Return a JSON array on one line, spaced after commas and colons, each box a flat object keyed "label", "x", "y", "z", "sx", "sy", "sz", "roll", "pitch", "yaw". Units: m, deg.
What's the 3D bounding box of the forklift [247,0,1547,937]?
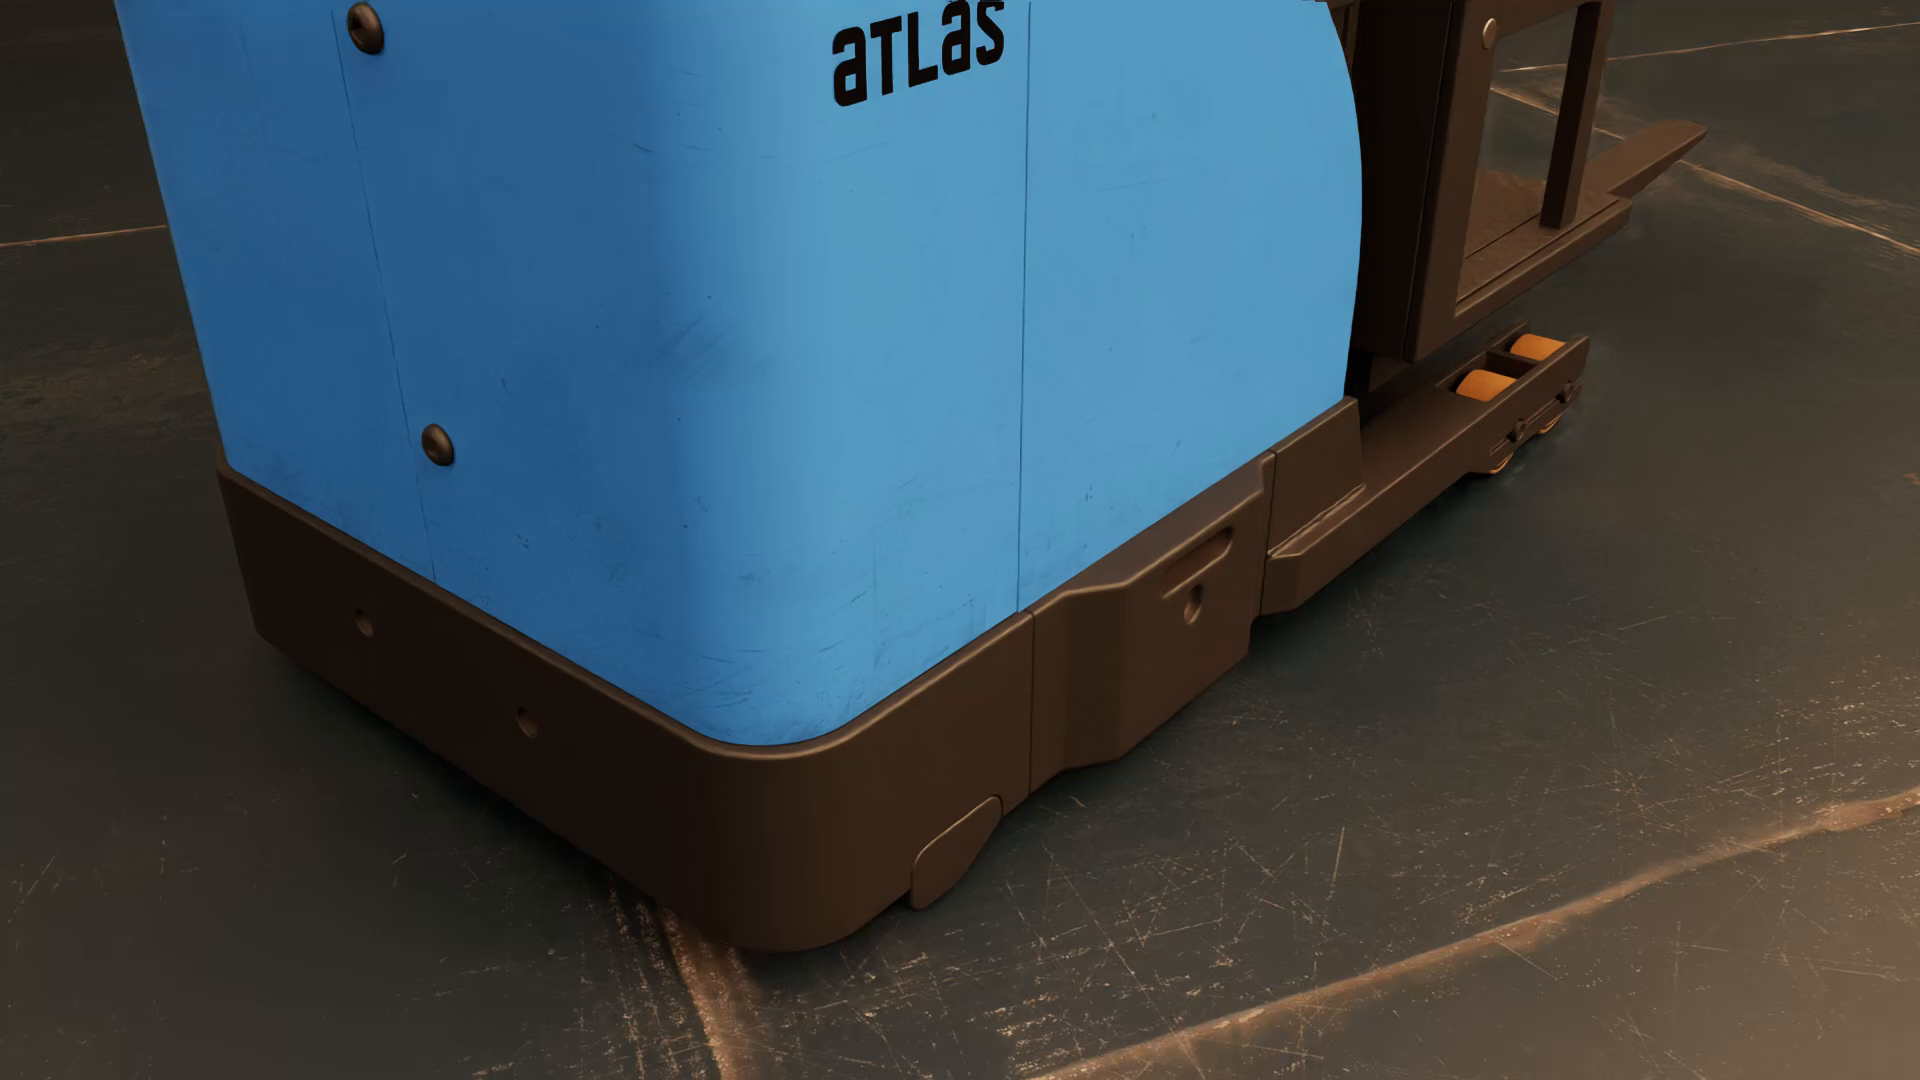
[{"label": "forklift", "x": -0.027, "y": -1.567, "z": 2.290, "sx": 1.130, "sy": 2.935, "sz": 3.031, "roll": 0, "pitch": 30, "yaw": 1}]
